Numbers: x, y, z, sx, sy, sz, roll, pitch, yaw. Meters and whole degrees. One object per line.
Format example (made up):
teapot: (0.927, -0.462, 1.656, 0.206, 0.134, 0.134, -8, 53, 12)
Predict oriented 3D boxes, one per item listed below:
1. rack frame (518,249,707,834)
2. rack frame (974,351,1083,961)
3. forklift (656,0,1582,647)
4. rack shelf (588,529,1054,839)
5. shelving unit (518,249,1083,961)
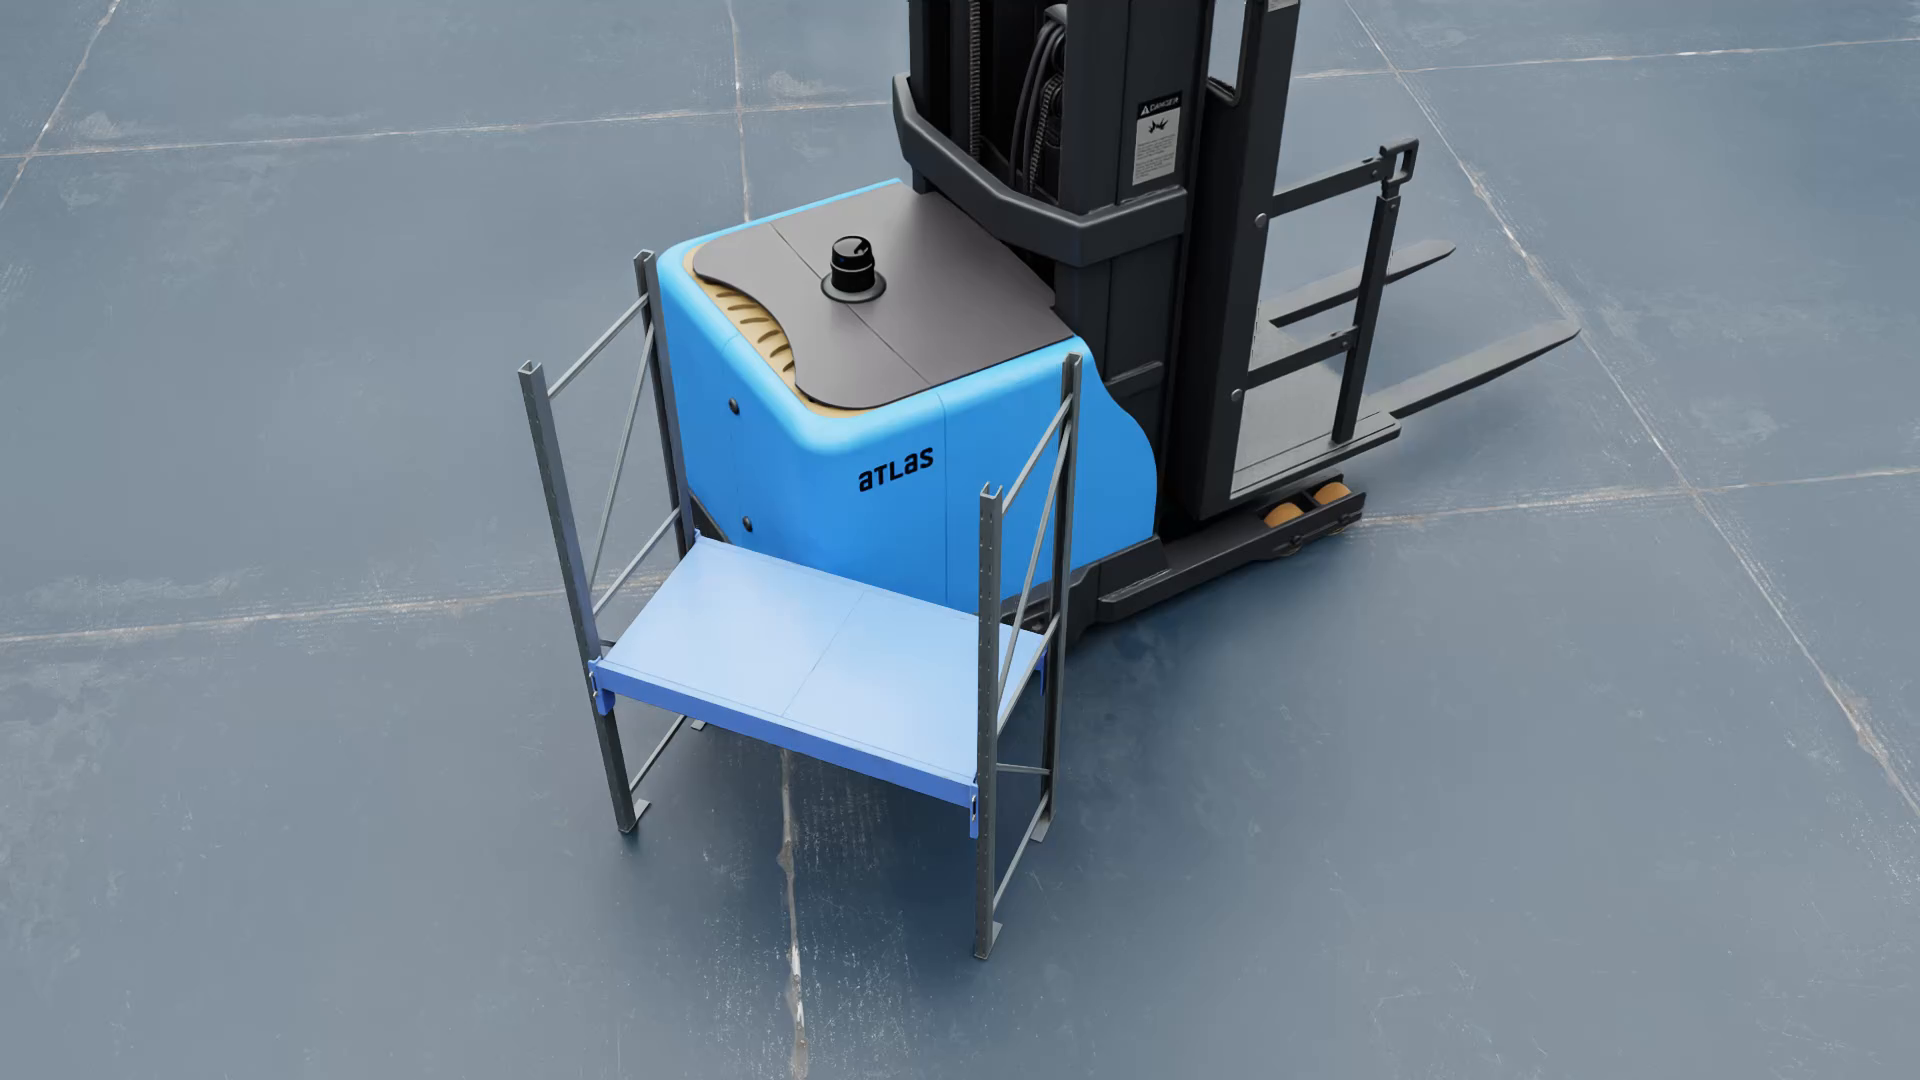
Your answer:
rack frame: (-0.794, 0.061, 4.062, 0.032, 1.500, 0.500, 16, 44, 17)
rack frame: (0.146, 0.322, 3.773, 0.032, 1.500, 0.500, 16, 44, 17)
forklift: (0.677, -1.318, 4.523, 3.031, 2.935, 1.130, -22, 47, -23)
rack shelf: (-0.324, 0.325, 4.038, 1.000, 0.185, 0.538, 16, 44, 17)
shelving unit: (-0.324, 0.192, 3.917, 1.048, 1.500, 0.538, 16, 44, 17)
